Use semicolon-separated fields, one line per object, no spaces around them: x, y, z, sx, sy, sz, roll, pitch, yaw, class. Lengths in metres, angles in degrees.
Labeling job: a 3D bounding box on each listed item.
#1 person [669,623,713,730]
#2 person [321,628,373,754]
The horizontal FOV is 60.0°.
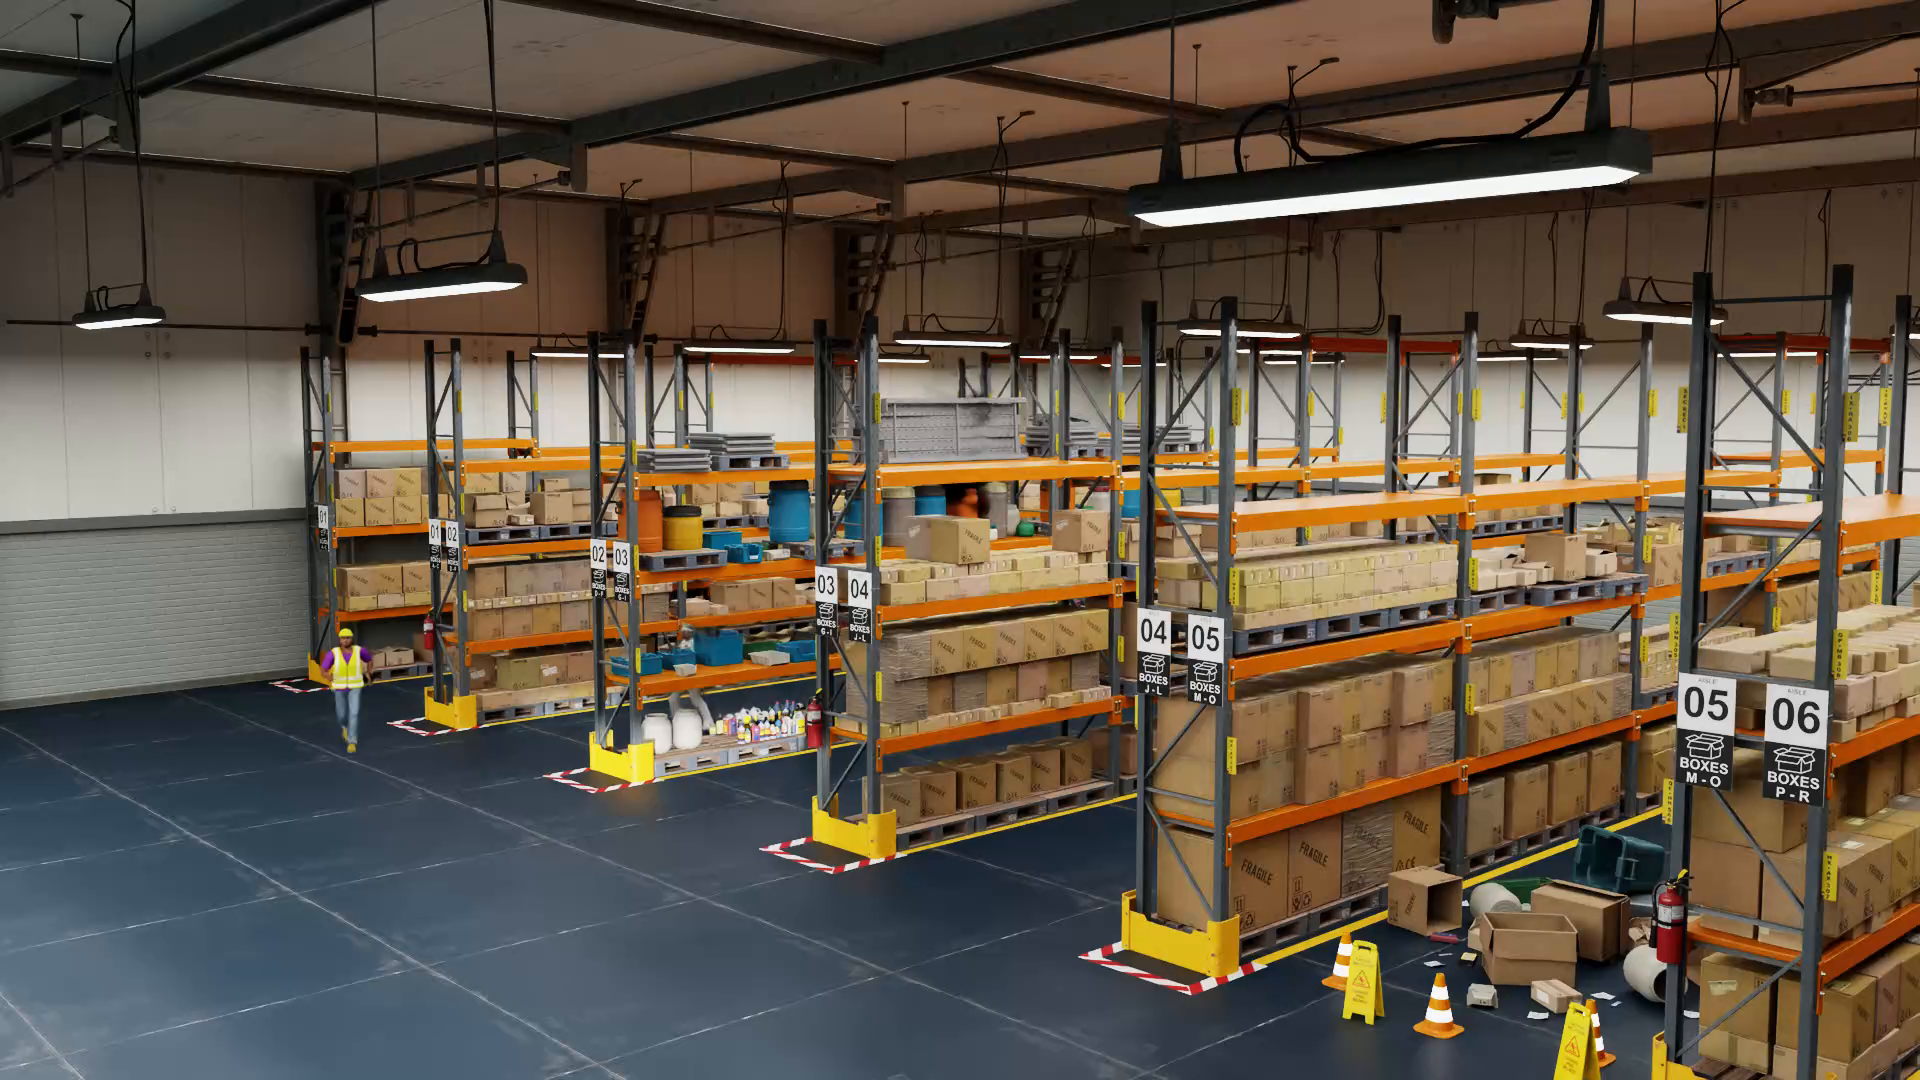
-4.098;2.112;25.083;0.547;1.751;0.752;4;7;40;person
-8.896;2.154;24.129;0.694;1.760;0.976;-2;5;-18;person
